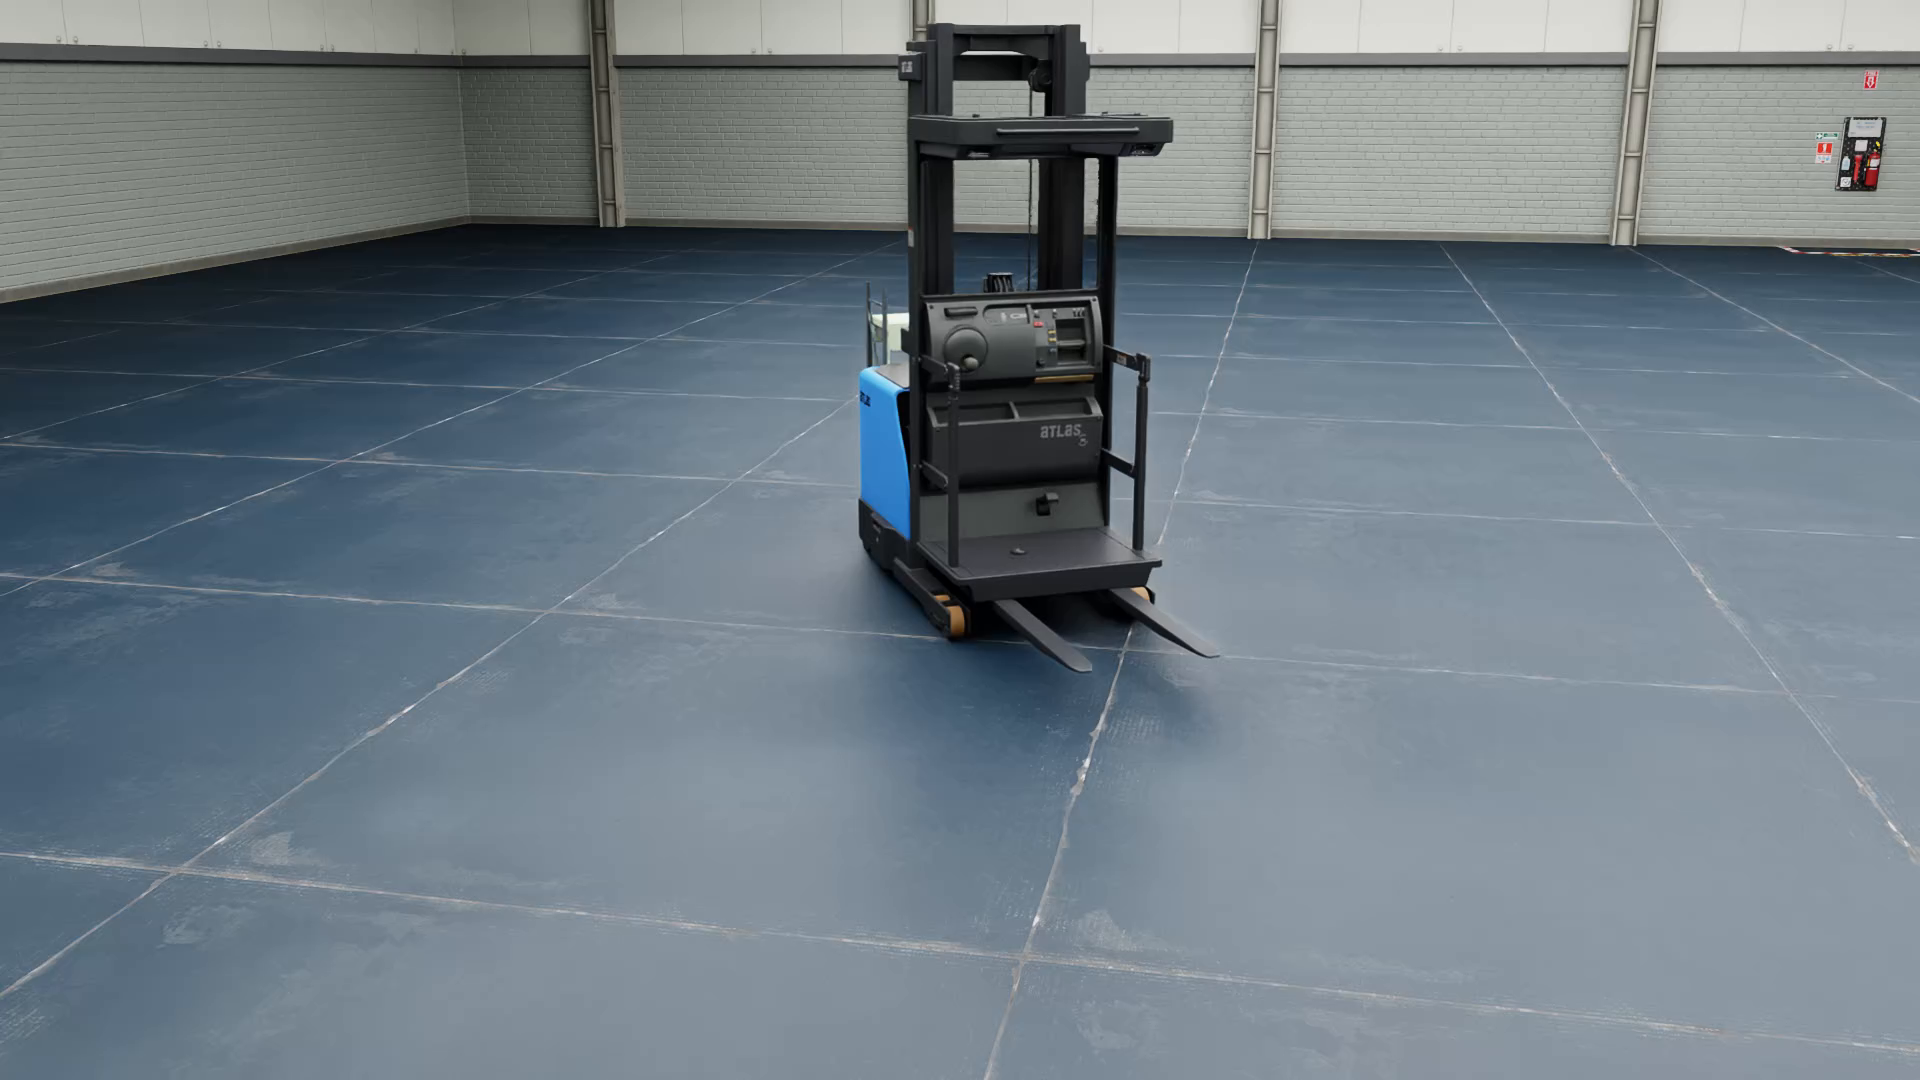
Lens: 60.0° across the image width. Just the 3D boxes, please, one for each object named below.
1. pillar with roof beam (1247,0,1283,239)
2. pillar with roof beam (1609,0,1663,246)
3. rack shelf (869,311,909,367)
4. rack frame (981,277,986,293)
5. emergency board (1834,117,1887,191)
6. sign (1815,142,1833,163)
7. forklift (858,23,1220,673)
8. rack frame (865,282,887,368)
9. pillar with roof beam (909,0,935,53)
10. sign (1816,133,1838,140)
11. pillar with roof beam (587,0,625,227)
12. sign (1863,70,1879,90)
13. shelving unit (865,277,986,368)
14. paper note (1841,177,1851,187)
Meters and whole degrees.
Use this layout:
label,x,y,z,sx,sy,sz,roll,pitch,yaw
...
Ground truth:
label,x,y,z,sx,sy,sz,roll,pitch,yaw
pillar with roof beam,4.362,-8.481,23.751,0.400,9.000,9.100,3,16,11
pillar with roof beam,10.241,-8.162,22.599,0.400,9.000,9.100,3,16,11
rack shelf,-0.146,-1.182,9.987,0.720,0.370,0.431,-5,16,-18
rack frame,0.201,-0.836,10.202,0.023,1.500,0.400,-5,16,-18
emergency board,14.565,-6.219,26.823,0.643,1.169,0.194,3,16,11
sign,14.044,-6.292,27.022,0.234,0.329,0.001,3,16,11
forklift,0.352,-1.044,8.271,1.130,2.935,3.031,-5,16,-18
rack frame,-0.493,-0.775,9.979,0.023,1.500,0.400,-5,16,-18
pillar with roof beam,-1.518,-8.800,24.903,0.400,9.000,9.100,3,16,11
sign,14.046,-6.545,26.942,0.331,0.109,0.001,3,16,11
pillar with roof beam,-7.398,-9.119,26.056,0.400,9.000,9.100,3,16,11
sign,14.577,-7.362,26.610,0.199,0.298,0.001,3,16,11
shelving unit,-0.146,-0.806,10.091,0.755,1.500,0.431,-5,16,-18
paper note,14.405,-5.822,27.040,0.142,0.148,0.016,3,16,11
